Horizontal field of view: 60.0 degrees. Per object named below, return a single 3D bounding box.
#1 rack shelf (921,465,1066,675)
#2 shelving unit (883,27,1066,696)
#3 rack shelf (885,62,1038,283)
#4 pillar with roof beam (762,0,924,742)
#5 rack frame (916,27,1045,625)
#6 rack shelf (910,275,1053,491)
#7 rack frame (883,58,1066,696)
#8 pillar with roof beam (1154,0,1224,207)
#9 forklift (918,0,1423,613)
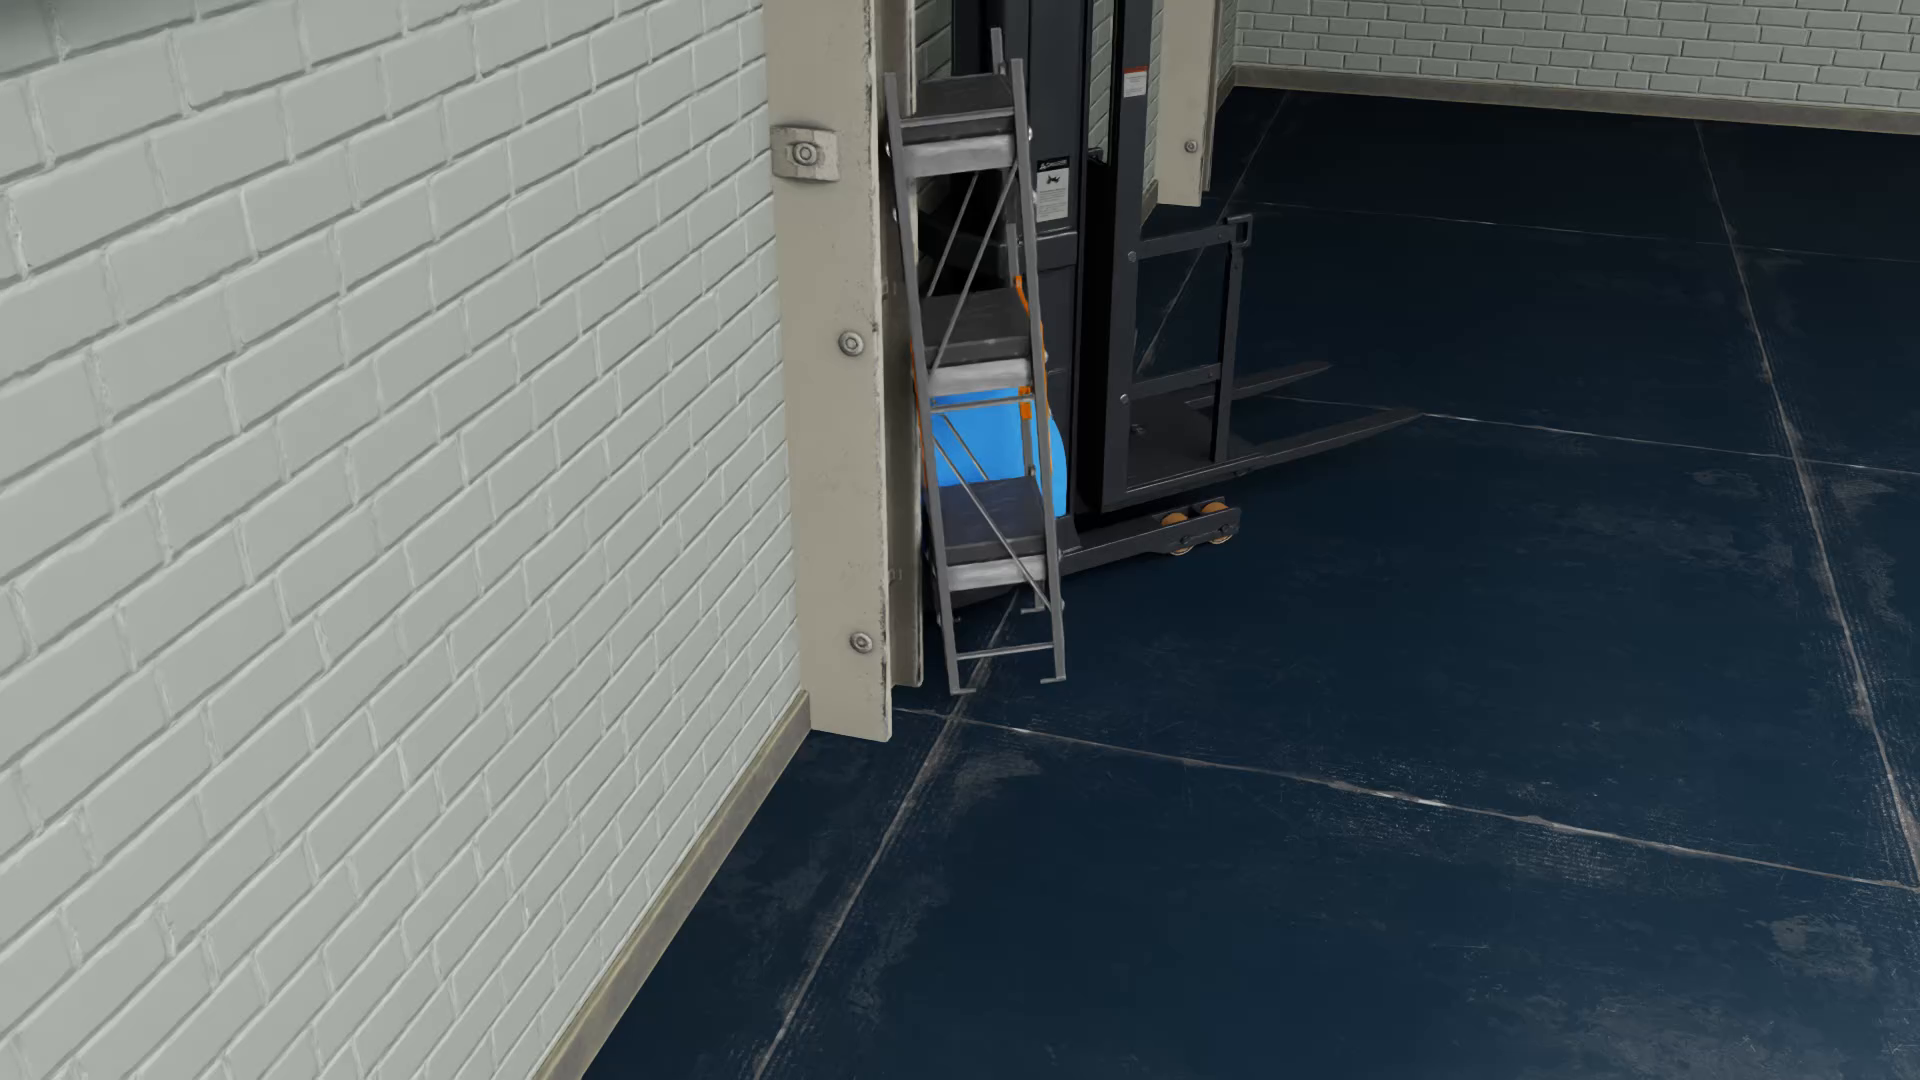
[{"bbox_3d":[0.110,0.097,5.765,0.431,0.518,0.480,-7,28,-3],"label":"rack shelf"},{"bbox_3d":[0.047,-0.533,5.436,0.431,2.100,0.503,-7,28,-3],"label":"shelving unit"},{"bbox_3d":[-0.014,-1.139,5.119,0.431,0.518,0.480,-7,28,-3],"label":"rack shelf"},{"bbox_3d":[3.783,-2.758,2.450,9.100,9.000,0.400,8,30,15],"label":"pillar with roof beam"},{"bbox_3d":[0.021,-0.644,5.652,0.400,2.100,0.015,-7,28,-3],"label":"rack frame"},{"bbox_3d":[0.048,-0.521,5.442,0.431,0.518,0.480,-7,28,-3],"label":"rack shelf"},{"bbox_3d":[0.072,-0.423,5.220,0.400,2.100,0.015,-7,28,-3],"label":"rack frame"},{"bbox_3d":[5.544,-5.546,7.463,9.100,9.000,0.400,8,30,15],"label":"pillar with roof beam"},{"bbox_3d":[0.548,-1.428,6.303,3.031,2.935,1.130,-15,32,-25],"label":"forklift"}]
